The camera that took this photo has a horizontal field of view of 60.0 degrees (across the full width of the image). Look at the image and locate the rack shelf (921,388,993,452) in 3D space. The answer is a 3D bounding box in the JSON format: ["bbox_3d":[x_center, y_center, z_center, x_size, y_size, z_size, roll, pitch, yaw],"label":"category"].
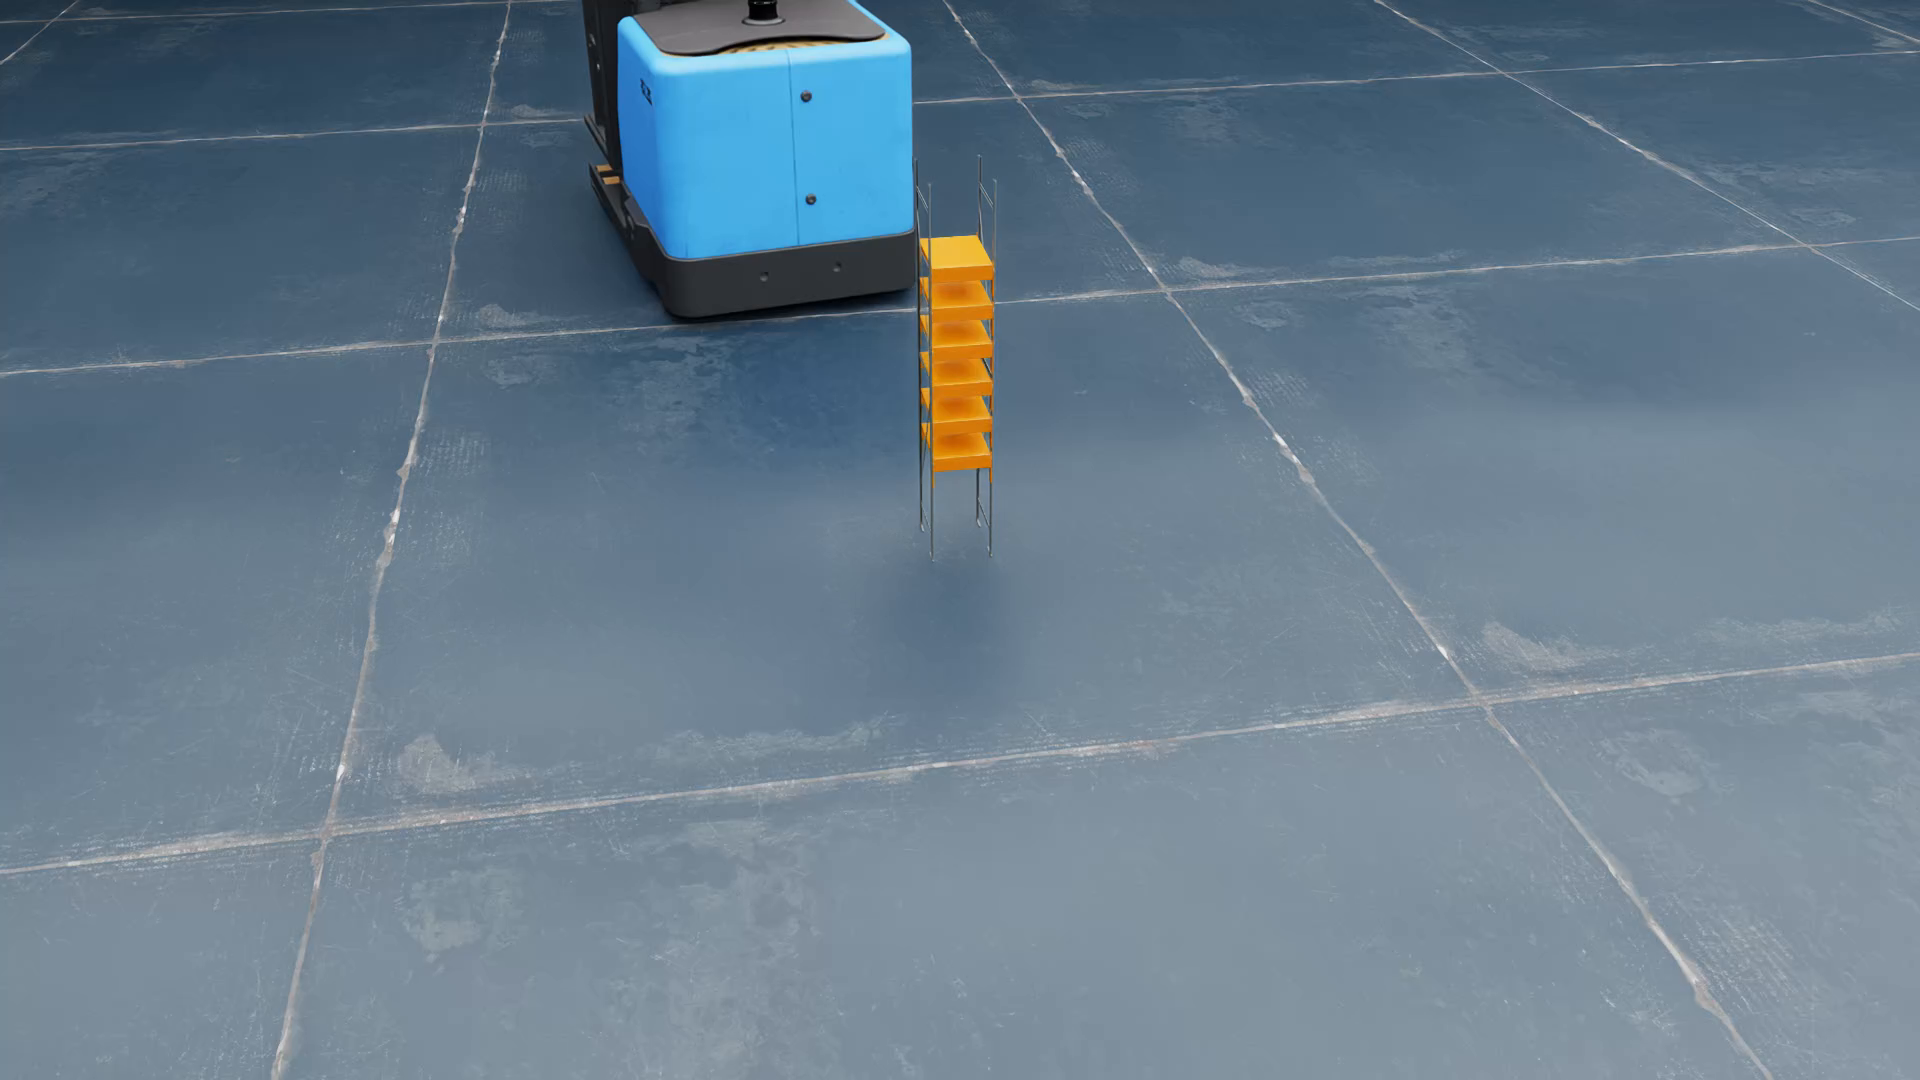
[{"bbox_3d":[-0.014,-0.374,5.027,0.180,0.103,0.258,-5,31,-9],"label":"rack shelf"}]

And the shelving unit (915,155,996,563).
[{"bbox_3d":[-0.014,-0.516,4.944,0.189,1.200,0.258,-5,31,-9],"label":"shelving unit"}]

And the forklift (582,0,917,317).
[{"bbox_3d":[-1.152,-2.883,7.262,1.130,2.935,3.031,-10,32,-17],"label":"forklift"}]

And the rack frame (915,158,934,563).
[{"bbox_3d":[-0.104,-0.508,4.929,0.006,1.200,0.240,-5,31,-9],"label":"rack frame"}]

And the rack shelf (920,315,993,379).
[{"bbox_3d":[-0.014,-0.581,4.905,0.180,0.103,0.258,-5,31,-9],"label":"rack shelf"}]

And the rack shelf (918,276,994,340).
[{"bbox_3d":[-0.014,-0.684,4.844,0.180,0.103,0.258,-5,31,-9],"label":"rack shelf"}]

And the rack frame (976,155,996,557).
[{"bbox_3d":[0.076,-0.524,4.958,0.006,1.200,0.240,-5,31,-9],"label":"rack frame"}]

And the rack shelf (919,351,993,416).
[{"bbox_3d":[-0.014,-0.478,4.966,0.180,0.103,0.258,-5,31,-9],"label":"rack shelf"}]

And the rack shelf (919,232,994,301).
[{"bbox_3d":[-0.014,-0.788,4.784,0.180,0.103,0.258,-5,31,-9],"label":"rack shelf"}]

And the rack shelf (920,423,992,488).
[{"bbox_3d":[-0.014,-0.271,5.088,0.180,0.103,0.258,-5,31,-9],"label":"rack shelf"}]
